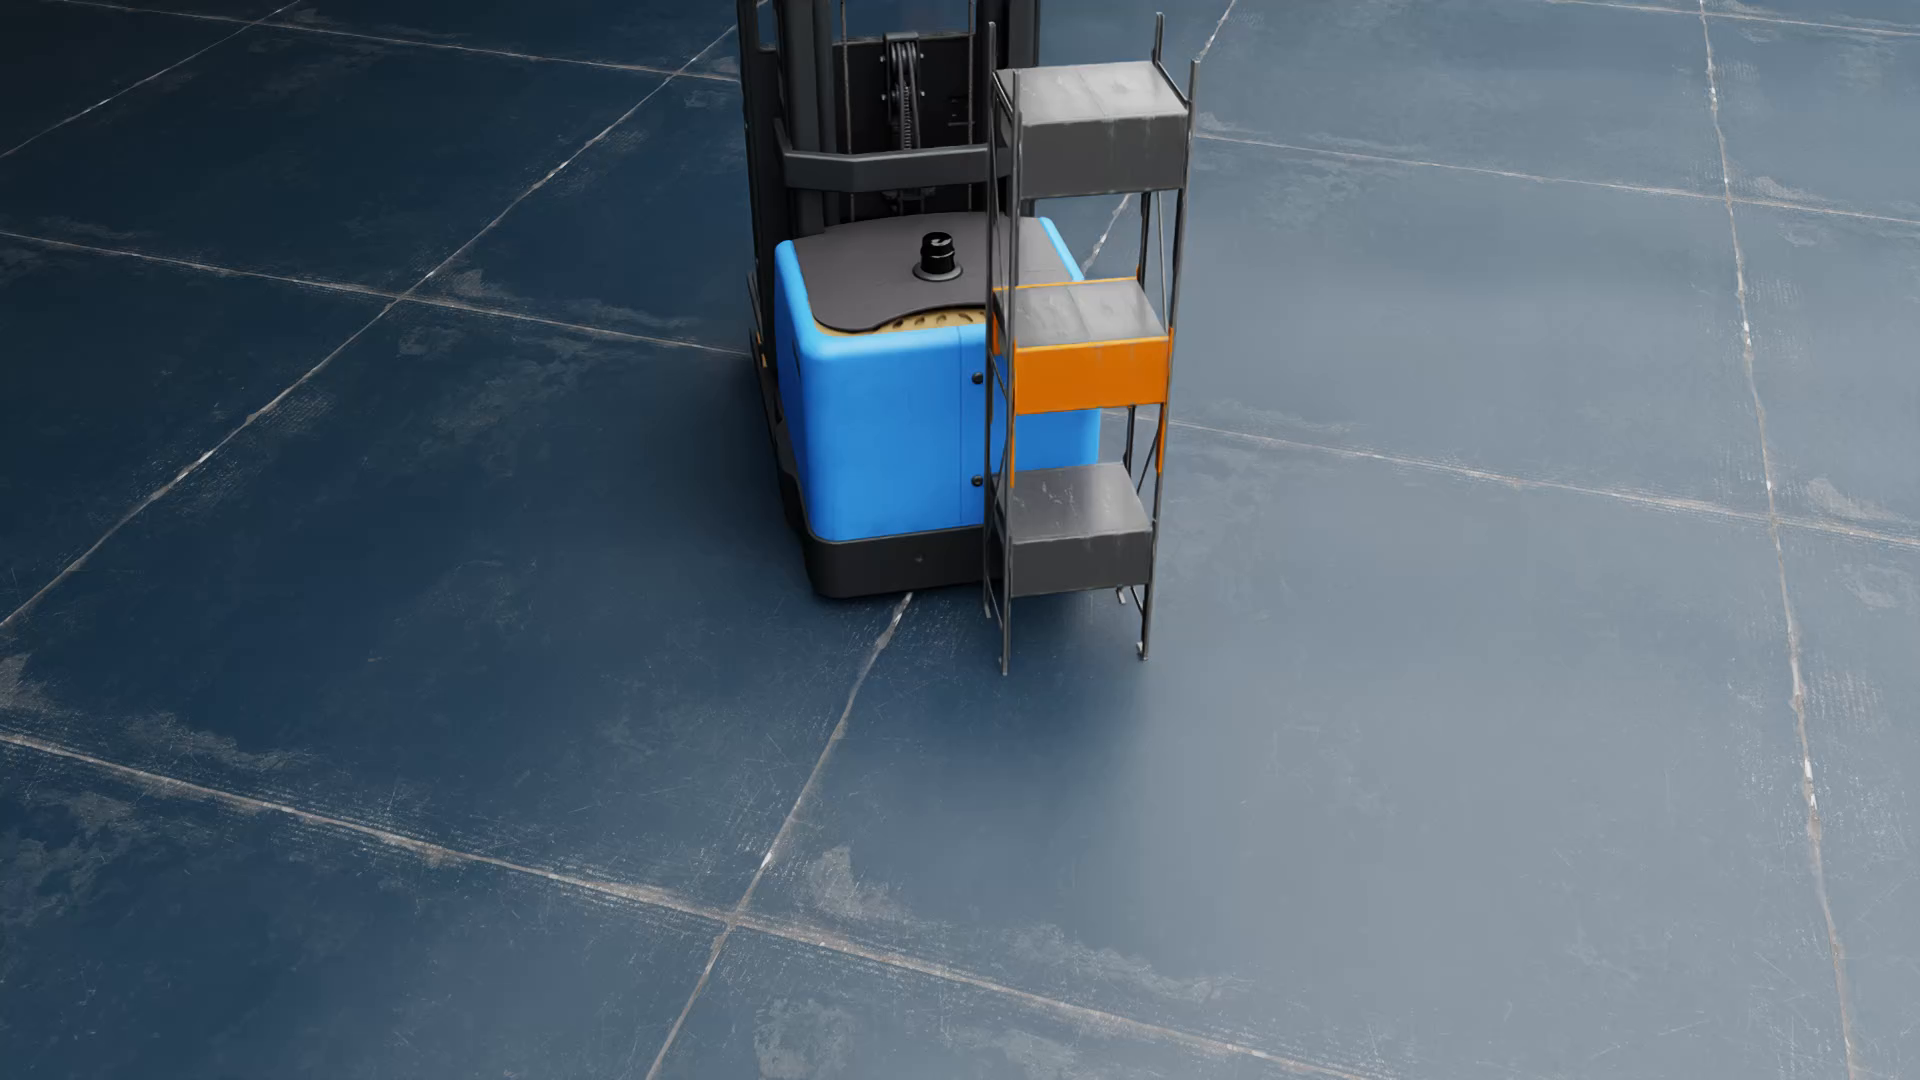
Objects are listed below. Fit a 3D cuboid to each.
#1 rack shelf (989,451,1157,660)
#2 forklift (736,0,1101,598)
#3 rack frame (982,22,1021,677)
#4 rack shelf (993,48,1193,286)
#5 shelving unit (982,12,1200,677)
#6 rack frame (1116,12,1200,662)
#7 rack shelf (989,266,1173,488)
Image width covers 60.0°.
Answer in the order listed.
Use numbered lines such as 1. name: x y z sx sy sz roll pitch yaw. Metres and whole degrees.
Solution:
1. rack shelf: 0.361 0.051 5.614 0.480 0.518 0.431 -6 37 -8
2. forklift: -0.301 -1.848 6.288 1.130 2.935 3.031 -7 37 -9
3. rack frame: 0.120 -0.500 5.159 0.015 2.100 0.400 -6 37 -8
4. rack shelf: 0.361 -1.077 4.784 0.480 0.518 0.431 -6 37 -8
5. shelving unit: 0.361 -0.524 5.191 0.503 2.100 0.431 -6 37 -8
6. rack frame: 0.602 -0.548 5.223 0.015 2.100 0.400 -6 37 -8
7. rack shelf: 0.361 -0.513 5.199 0.480 0.518 0.431 -6 37 -8
